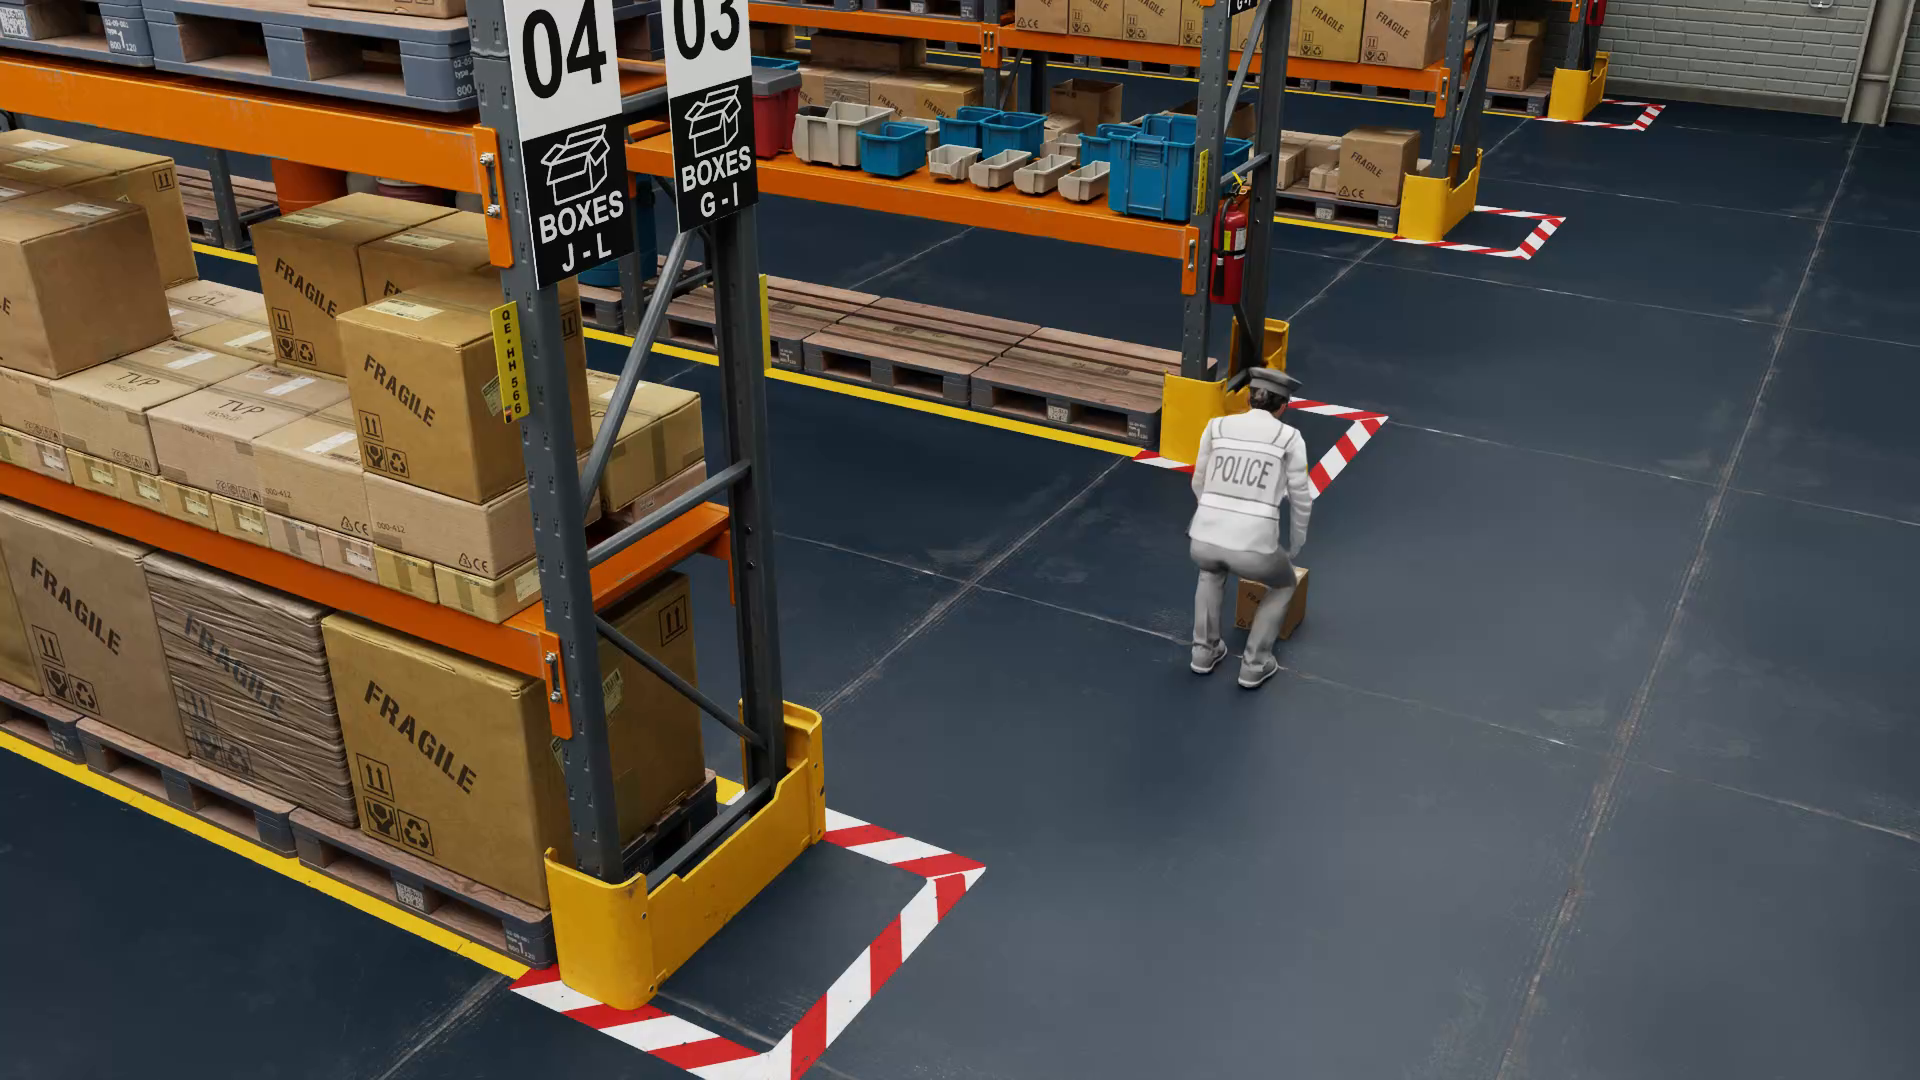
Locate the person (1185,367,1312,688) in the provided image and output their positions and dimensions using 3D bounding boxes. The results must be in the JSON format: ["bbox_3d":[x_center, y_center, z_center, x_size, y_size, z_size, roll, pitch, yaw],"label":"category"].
[{"bbox_3d":[1.209,-0.055,7.117,0.534,1.320,0.739,14,30,26],"label":"person"}]
